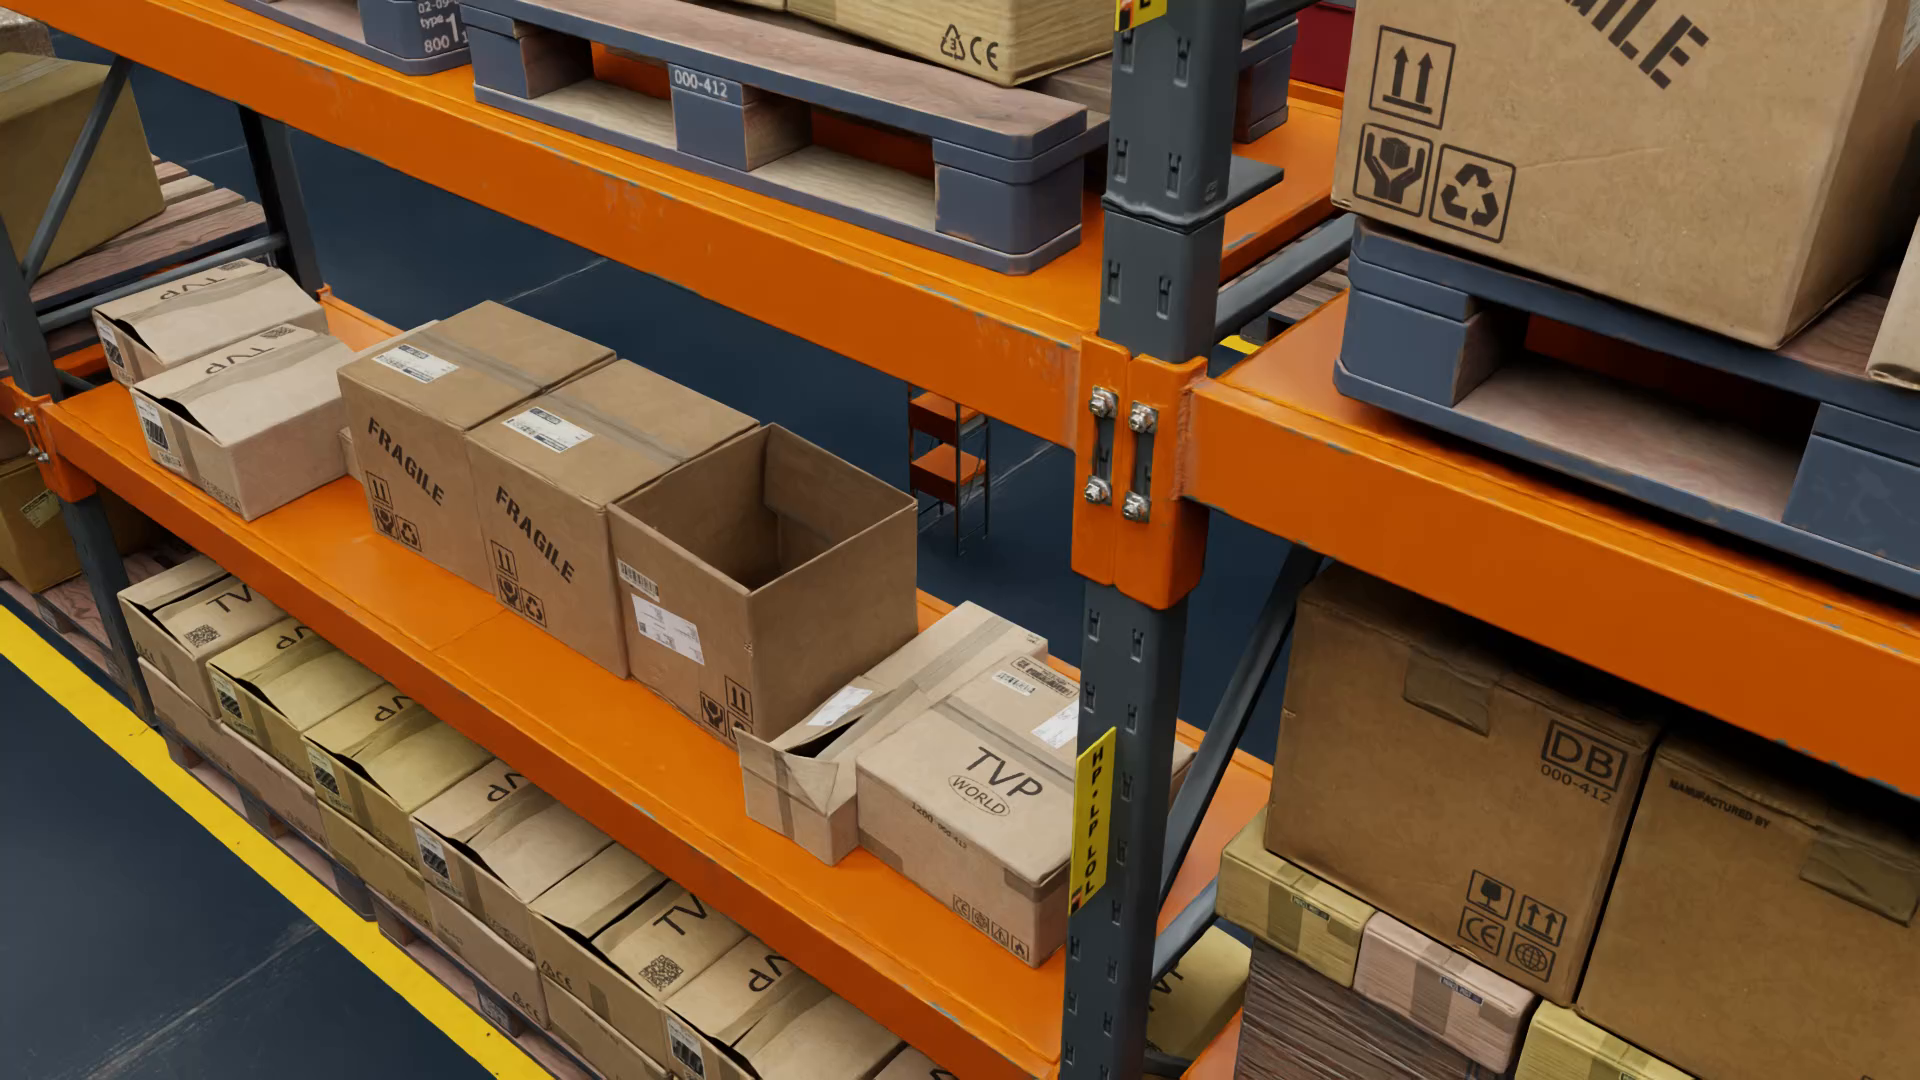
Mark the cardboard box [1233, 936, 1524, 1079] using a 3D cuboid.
[{"bbox_3d":[0.887,0.751,2.919,0.500,0.500,0.700,24,41,31],"label":"cardboard box"}]

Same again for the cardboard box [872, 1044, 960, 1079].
[{"bbox_3d":[0.047,1.341,3.710,0.500,0.311,0.500,25,42,32],"label":"cardboard box"}]

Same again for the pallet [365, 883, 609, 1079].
[{"bbox_3d":[-0.992,1.092,4.974,1.213,0.211,1.003,25,42,32],"label":"pallet"}]

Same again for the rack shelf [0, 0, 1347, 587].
[{"bbox_3d":[-0.996,-1.030,3.587,4.000,0.370,1.077,25,42,32],"label":"rack shelf"}]

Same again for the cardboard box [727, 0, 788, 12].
[{"bbox_3d":[-0.350,-1.139,2.871,0.500,0.250,0.500,21,40,28],"label":"cardboard box"}]

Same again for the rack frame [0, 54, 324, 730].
[{"bbox_3d":[-2.533,-0.815,5.287,0.127,3.000,1.000,25,42,32],"label":"rack frame"}]

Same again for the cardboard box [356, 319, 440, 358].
[{"bbox_3d":[-1.665,-0.506,5.059,0.250,0.149,0.380,25,42,32],"label":"cardboard box"}]

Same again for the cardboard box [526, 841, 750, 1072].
[{"bbox_3d":[-0.739,0.974,4.245,0.500,0.311,0.500,25,42,32],"label":"cardboard box"}]

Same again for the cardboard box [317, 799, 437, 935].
[{"bbox_3d":[-1.528,0.830,4.949,0.500,0.250,0.500,24,41,31],"label":"cardboard box"}]

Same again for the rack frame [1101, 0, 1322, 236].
[{"bbox_3d":[0.541,-1.839,1.479,0.127,3.000,1.000,25,42,32],"label":"rack frame"}]

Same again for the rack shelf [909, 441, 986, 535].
[{"bbox_3d":[-0.041,-0.214,6.644,0.240,0.259,0.215,25,42,32],"label":"rack shelf"}]

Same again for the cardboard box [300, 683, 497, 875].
[{"bbox_3d":[-1.518,0.604,4.783,0.500,0.311,0.500,24,41,31],"label":"cardboard box"}]

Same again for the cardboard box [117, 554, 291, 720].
[{"bbox_3d":[-2.318,0.232,5.325,0.500,0.311,0.500,27,43,33],"label":"cardboard box"}]

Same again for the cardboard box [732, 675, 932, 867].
[{"bbox_3d":[-0.252,0.451,3.563,0.258,0.266,0.396,24,41,31],"label":"cardboard box"}]

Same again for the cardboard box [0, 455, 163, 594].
[{"bbox_3d":[-3.402,-0.202,6.215,0.500,0.500,0.500,27,43,34],"label":"cardboard box"}]

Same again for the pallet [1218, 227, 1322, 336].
[{"bbox_3d":[1.210,-1.522,8.779,1.213,0.211,1.003,25,42,32],"label":"pallet"}]

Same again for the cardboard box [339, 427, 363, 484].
[{"bbox_3d":[-1.517,-0.274,4.721,0.250,0.149,0.380,29,44,35],"label":"cardboard box"}]

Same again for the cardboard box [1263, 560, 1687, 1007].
[{"bbox_3d":[0.887,0.216,2.552,0.500,0.500,0.700,25,42,32],"label":"cardboard box"}]

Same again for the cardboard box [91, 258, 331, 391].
[{"bbox_3d":[-2.281,-0.627,5.093,0.500,0.311,0.500,28,43,35],"label":"cardboard box"}]

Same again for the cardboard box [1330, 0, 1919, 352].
[{"bbox_3d":[0.760,-0.577,1.708,0.500,0.500,0.500,29,44,35],"label":"cardboard box"}]

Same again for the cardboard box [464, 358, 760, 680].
[{"bbox_3d":[-0.828,-0.065,4.106,0.500,0.500,0.500,25,42,32],"label":"cardboard box"}]

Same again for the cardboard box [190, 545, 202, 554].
[{"bbox_3d":[-2.700,-0.255,6.291,0.500,0.500,0.500,27,43,34],"label":"cardboard box"}]

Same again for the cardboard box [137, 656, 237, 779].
[{"bbox_3d":[-2.318,0.463,5.484,0.500,0.250,0.500,25,42,32],"label":"cardboard box"}]

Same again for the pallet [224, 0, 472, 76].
[{"bbox_3d":[-1.093,-1.363,3.602,1.213,0.211,1.003,27,43,34],"label":"pallet"}]

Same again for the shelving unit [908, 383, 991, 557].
[{"bbox_3d":[-0.041,-0.452,6.481,0.252,1.050,0.215,25,42,32],"label":"shelving unit"}]

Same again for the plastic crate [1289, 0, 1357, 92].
[{"bbox_3d":[1.686,-2.276,7.359,0.583,0.464,0.402,25,42,32],"label":"plastic crate"}]

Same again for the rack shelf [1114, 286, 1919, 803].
[{"bbox_3d":[2.079,0.418,1.477,4.000,0.370,1.077,25,42,32],"label":"rack shelf"}]

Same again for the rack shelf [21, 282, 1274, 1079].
[{"bbox_3d":[-0.996,0.206,4.436,4.000,0.370,1.077,25,42,32],"label":"rack shelf"}]

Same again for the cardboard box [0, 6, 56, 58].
[{"bbox_3d":[-3.669,-1.623,6.004,0.700,0.500,0.500,-25,42,-31],"label":"cardboard box"}]

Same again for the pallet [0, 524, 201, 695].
[{"bbox_3d":[-3.082,0.048,6.494,1.213,0.211,1.003,25,42,32],"label":"pallet"}]

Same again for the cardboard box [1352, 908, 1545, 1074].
[{"bbox_3d":[0.817,0.598,2.569,0.250,0.149,0.380,26,42,32],"label":"cardboard box"}]

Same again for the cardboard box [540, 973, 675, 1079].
[{"bbox_3d":[-0.744,1.201,4.409,0.500,0.250,0.500,26,42,33],"label":"cardboard box"}]

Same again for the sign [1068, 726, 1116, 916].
[{"bbox_3d":[0.202,0.429,2.523,0.005,0.325,0.100,25,42,32],"label":"sign"}]

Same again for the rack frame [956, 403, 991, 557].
[{"bbox_3d":[0.053,-0.408,6.417,0.008,1.050,0.200,25,42,32],"label":"rack frame"}]
